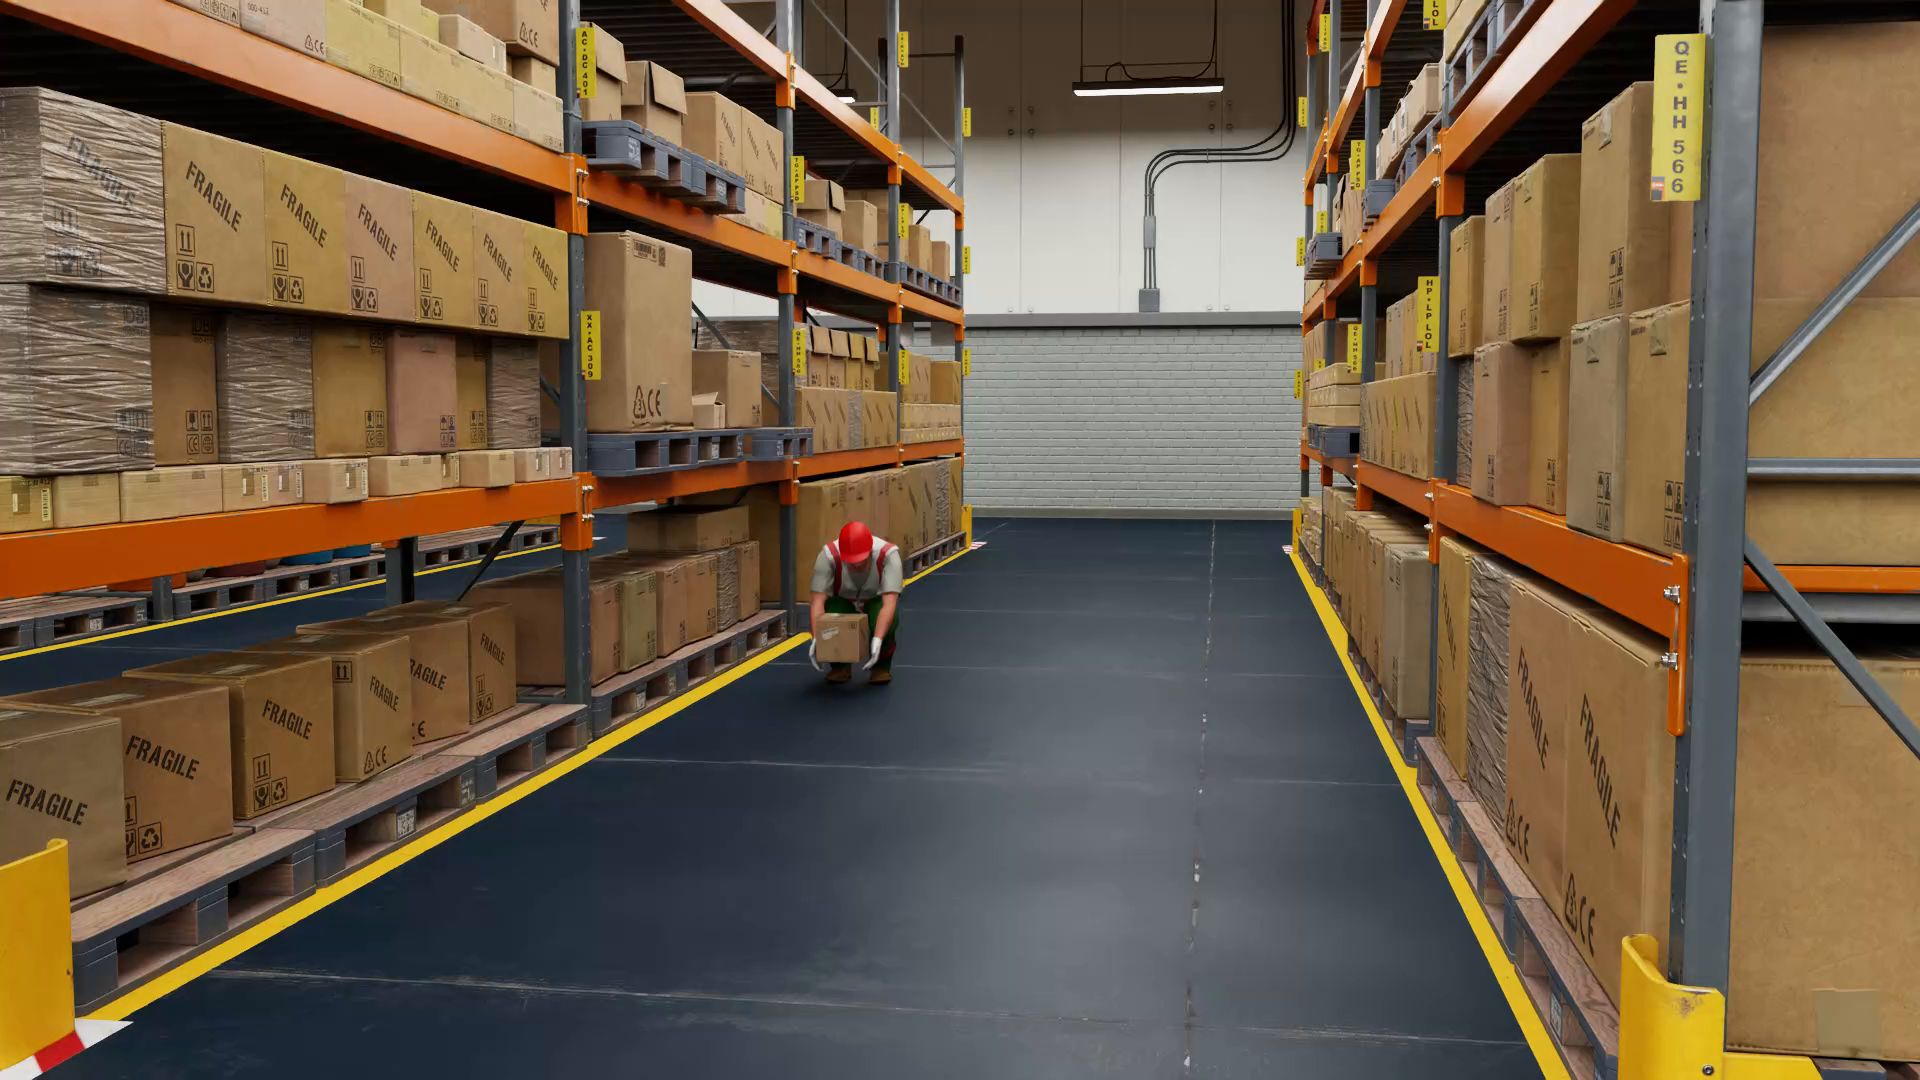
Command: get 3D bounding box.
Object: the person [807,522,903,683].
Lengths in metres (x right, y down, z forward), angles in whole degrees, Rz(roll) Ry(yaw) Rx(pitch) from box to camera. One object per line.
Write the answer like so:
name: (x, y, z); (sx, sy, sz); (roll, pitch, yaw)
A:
person: (-0.605, 0.371, 9.856); (0.570, 0.990, 0.884); (1, 4, 9)
